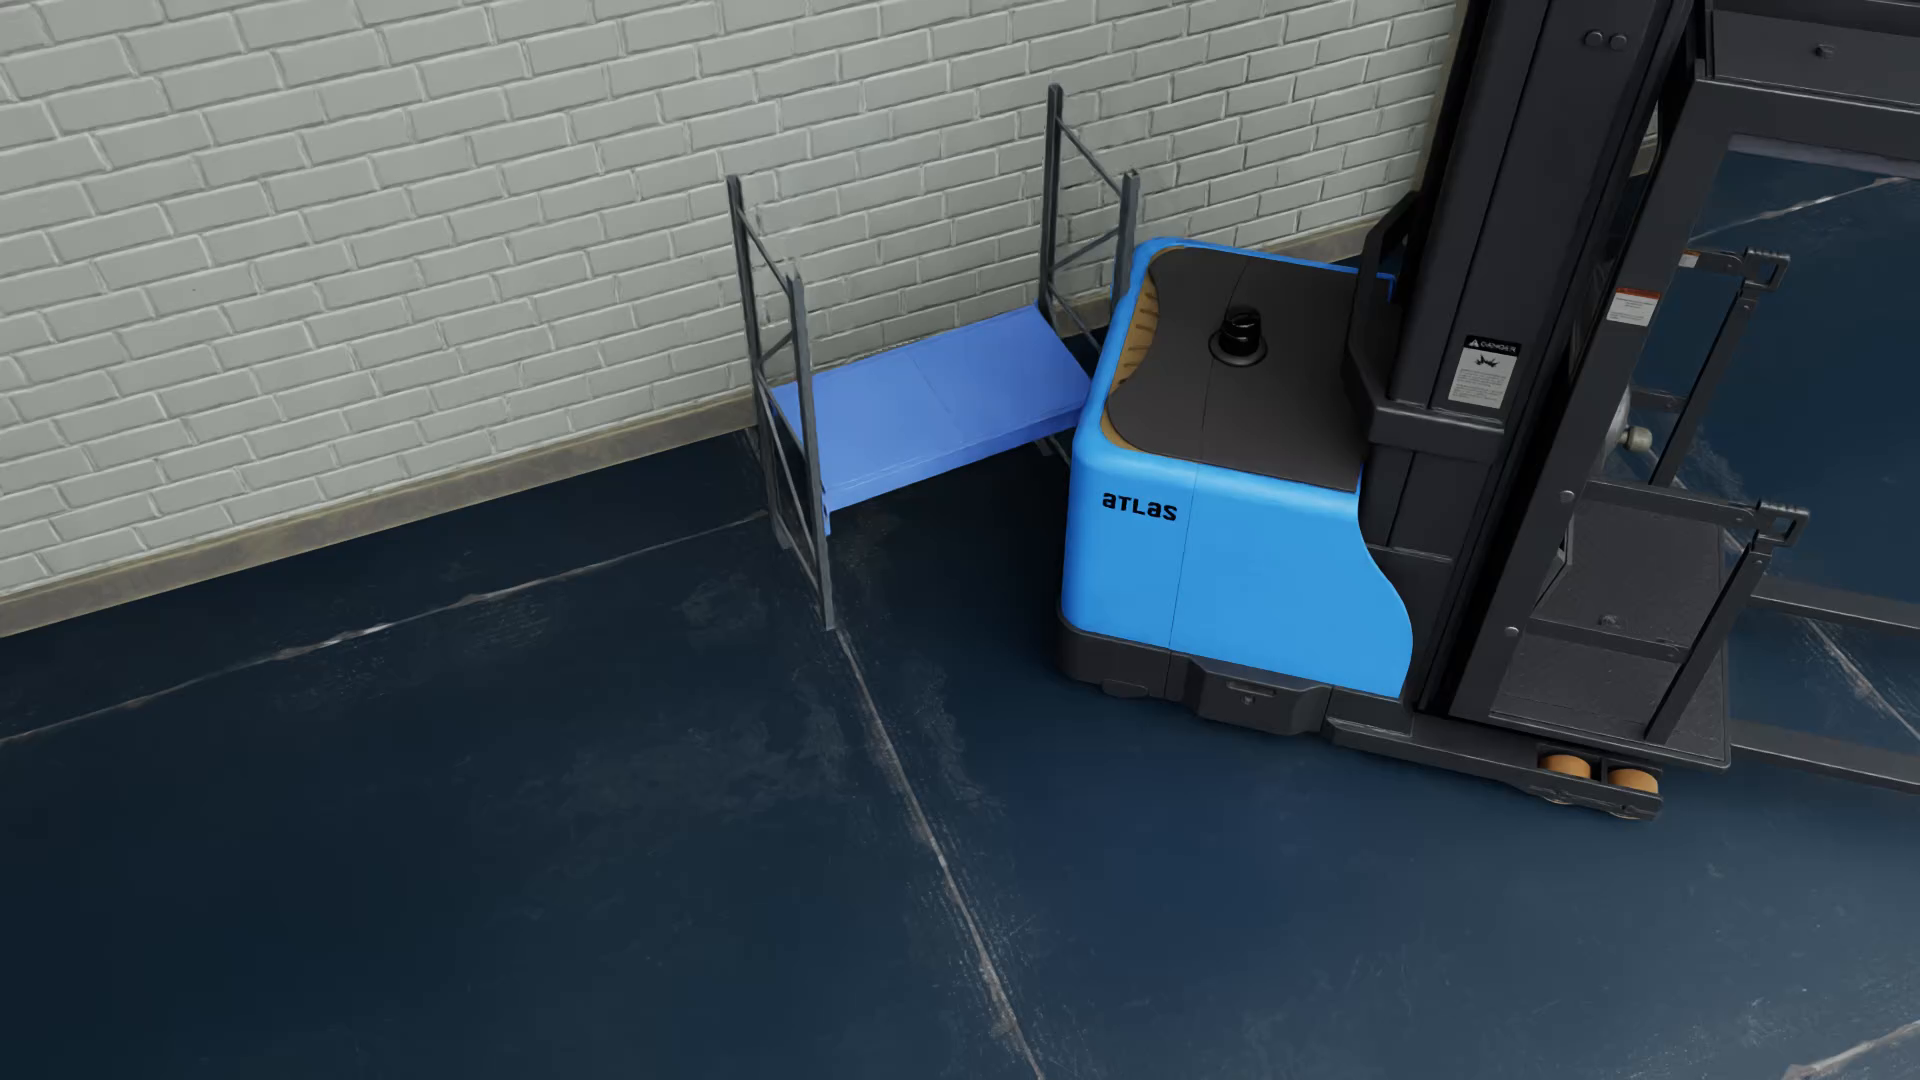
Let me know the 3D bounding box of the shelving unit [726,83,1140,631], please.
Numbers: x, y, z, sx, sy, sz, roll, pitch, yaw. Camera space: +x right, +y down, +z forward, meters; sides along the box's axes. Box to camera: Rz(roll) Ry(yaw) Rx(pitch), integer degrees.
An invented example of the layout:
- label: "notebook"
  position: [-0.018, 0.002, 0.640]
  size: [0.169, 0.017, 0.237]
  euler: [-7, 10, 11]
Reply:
- label: "shelving unit"
  position: [-0.075, -0.529, 5.215]
  size: [1.048, 1.500, 0.538]
  euler: [-20, 52, -16]

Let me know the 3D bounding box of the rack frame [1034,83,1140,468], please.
- label: "rack frame"
  position: [0.383, -0.695, 5.358]
  size: [0.032, 1.500, 0.500]
  euler: [-20, 52, -16]

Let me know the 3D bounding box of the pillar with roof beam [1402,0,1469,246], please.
- label: "pillar with roof beam"
  position: [3.662, -1.098, 0.762]
  size: [0.400, 9.000, 9.100]
  euler: [-17, 52, -14]

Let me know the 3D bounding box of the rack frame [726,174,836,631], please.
- label: "rack frame"
  position: [-0.534, -0.362, 5.072]
  size: [0.032, 1.500, 0.500]
  euler: [-20, 52, -16]

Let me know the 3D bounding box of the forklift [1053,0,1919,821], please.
- label: "forklift"
  position: [1.873, -0.564, 4.302]
  size: [3.031, 2.935, 1.130]
  euler: [12, 50, 10]

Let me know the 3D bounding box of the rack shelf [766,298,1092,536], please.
- label: "rack shelf"
  position: [-0.075, -0.412, 5.351]
  size: [1.000, 0.185, 0.538]
  euler: [-20, 52, -16]
